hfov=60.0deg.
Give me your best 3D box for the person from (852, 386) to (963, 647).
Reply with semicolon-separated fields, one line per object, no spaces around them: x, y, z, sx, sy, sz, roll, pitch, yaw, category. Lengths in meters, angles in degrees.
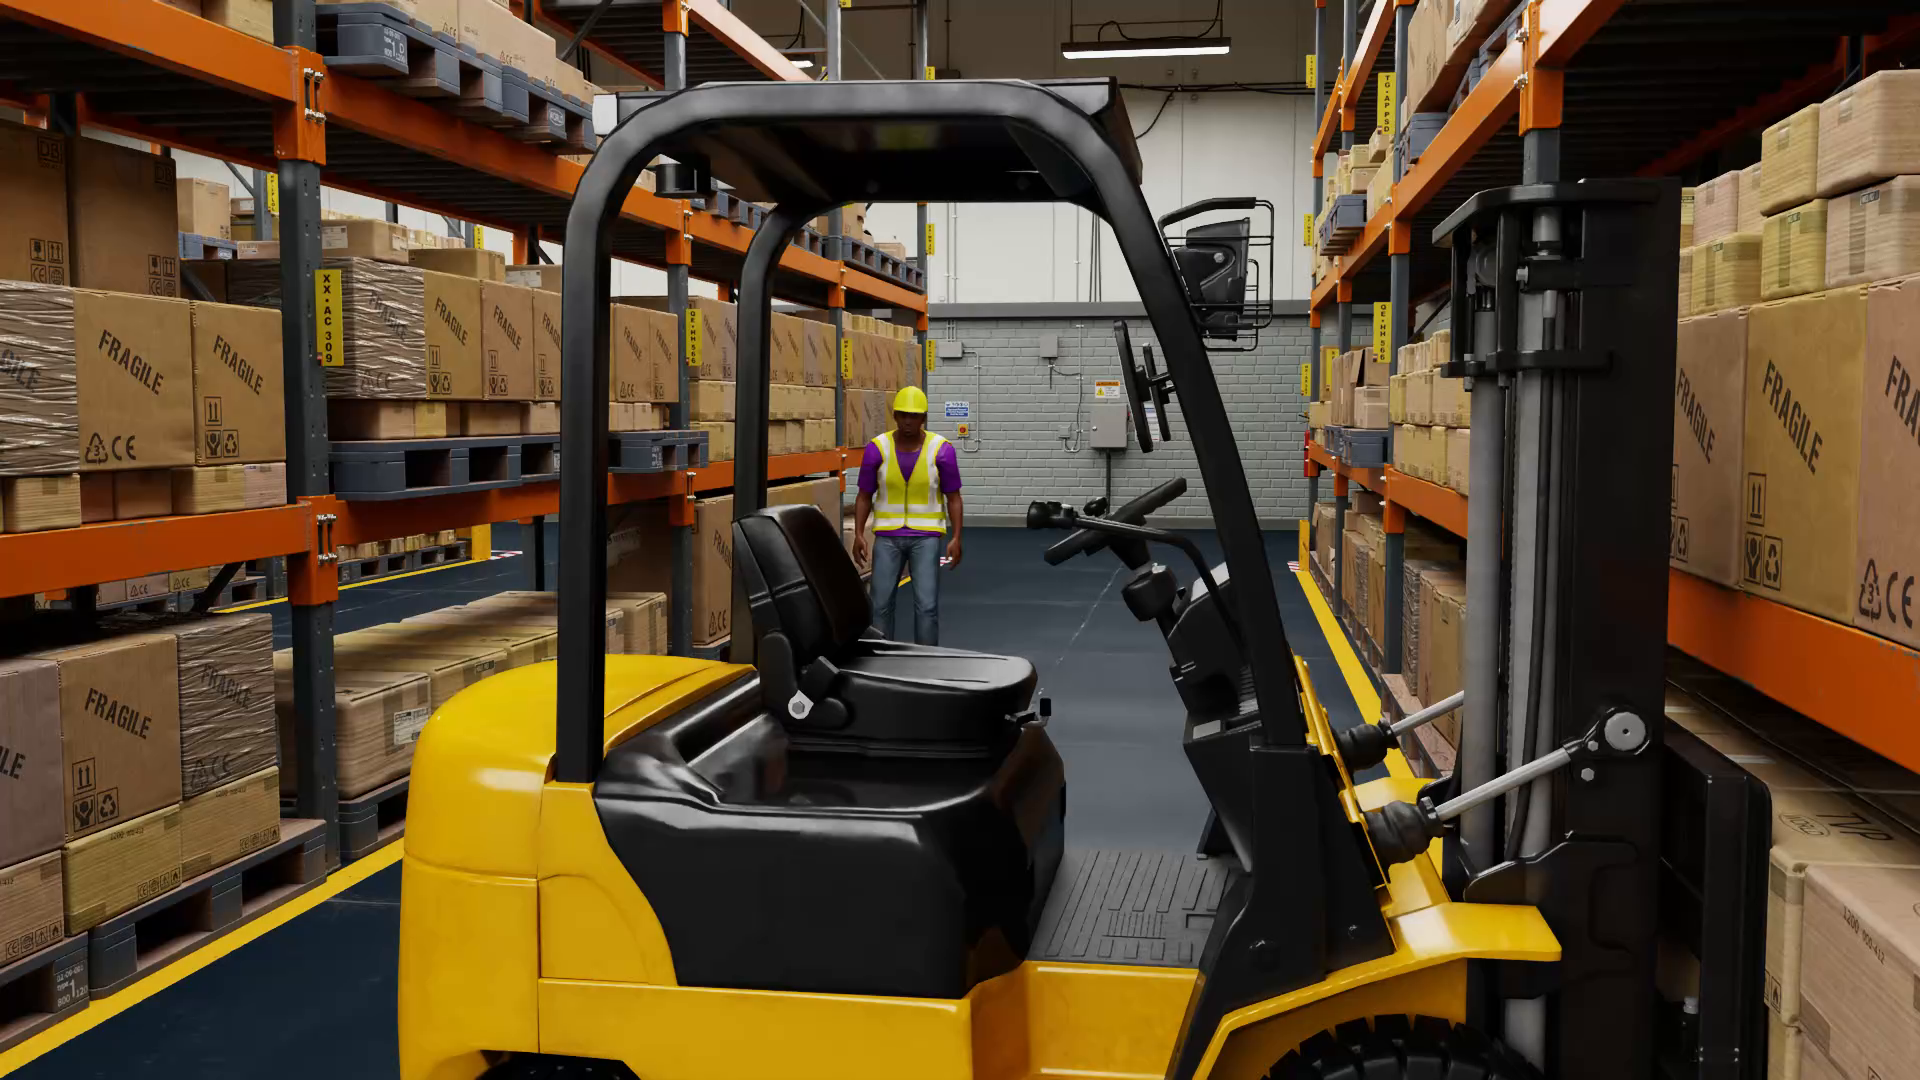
-0.301;-0.003;9.569;0.634;1.759;0.460;0;4;5;person
